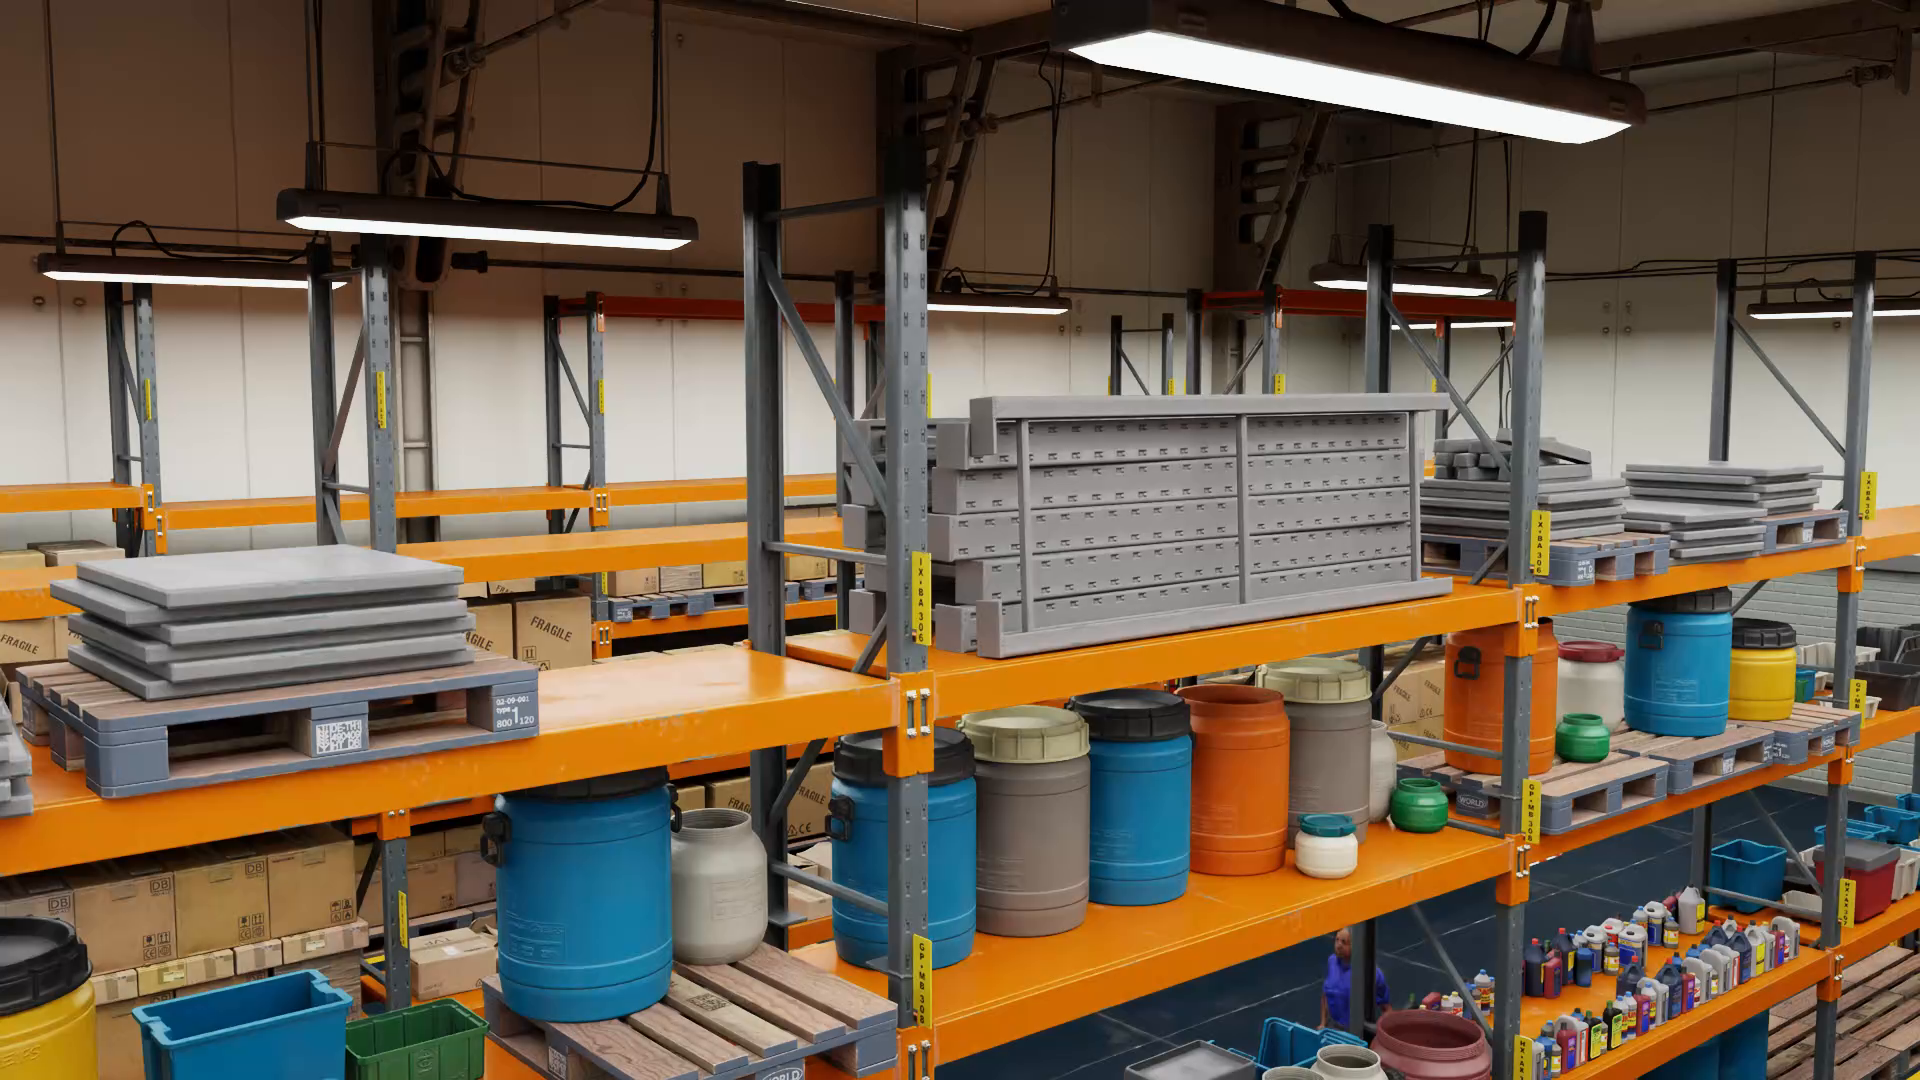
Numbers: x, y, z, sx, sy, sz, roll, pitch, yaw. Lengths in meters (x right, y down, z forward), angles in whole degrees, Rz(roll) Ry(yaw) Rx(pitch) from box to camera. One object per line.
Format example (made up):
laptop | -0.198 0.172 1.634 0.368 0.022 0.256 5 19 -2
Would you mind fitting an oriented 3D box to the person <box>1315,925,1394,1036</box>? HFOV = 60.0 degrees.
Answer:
person | 2.653 3.321 11.088 0.575 1.596 0.555 -4 7 -39
